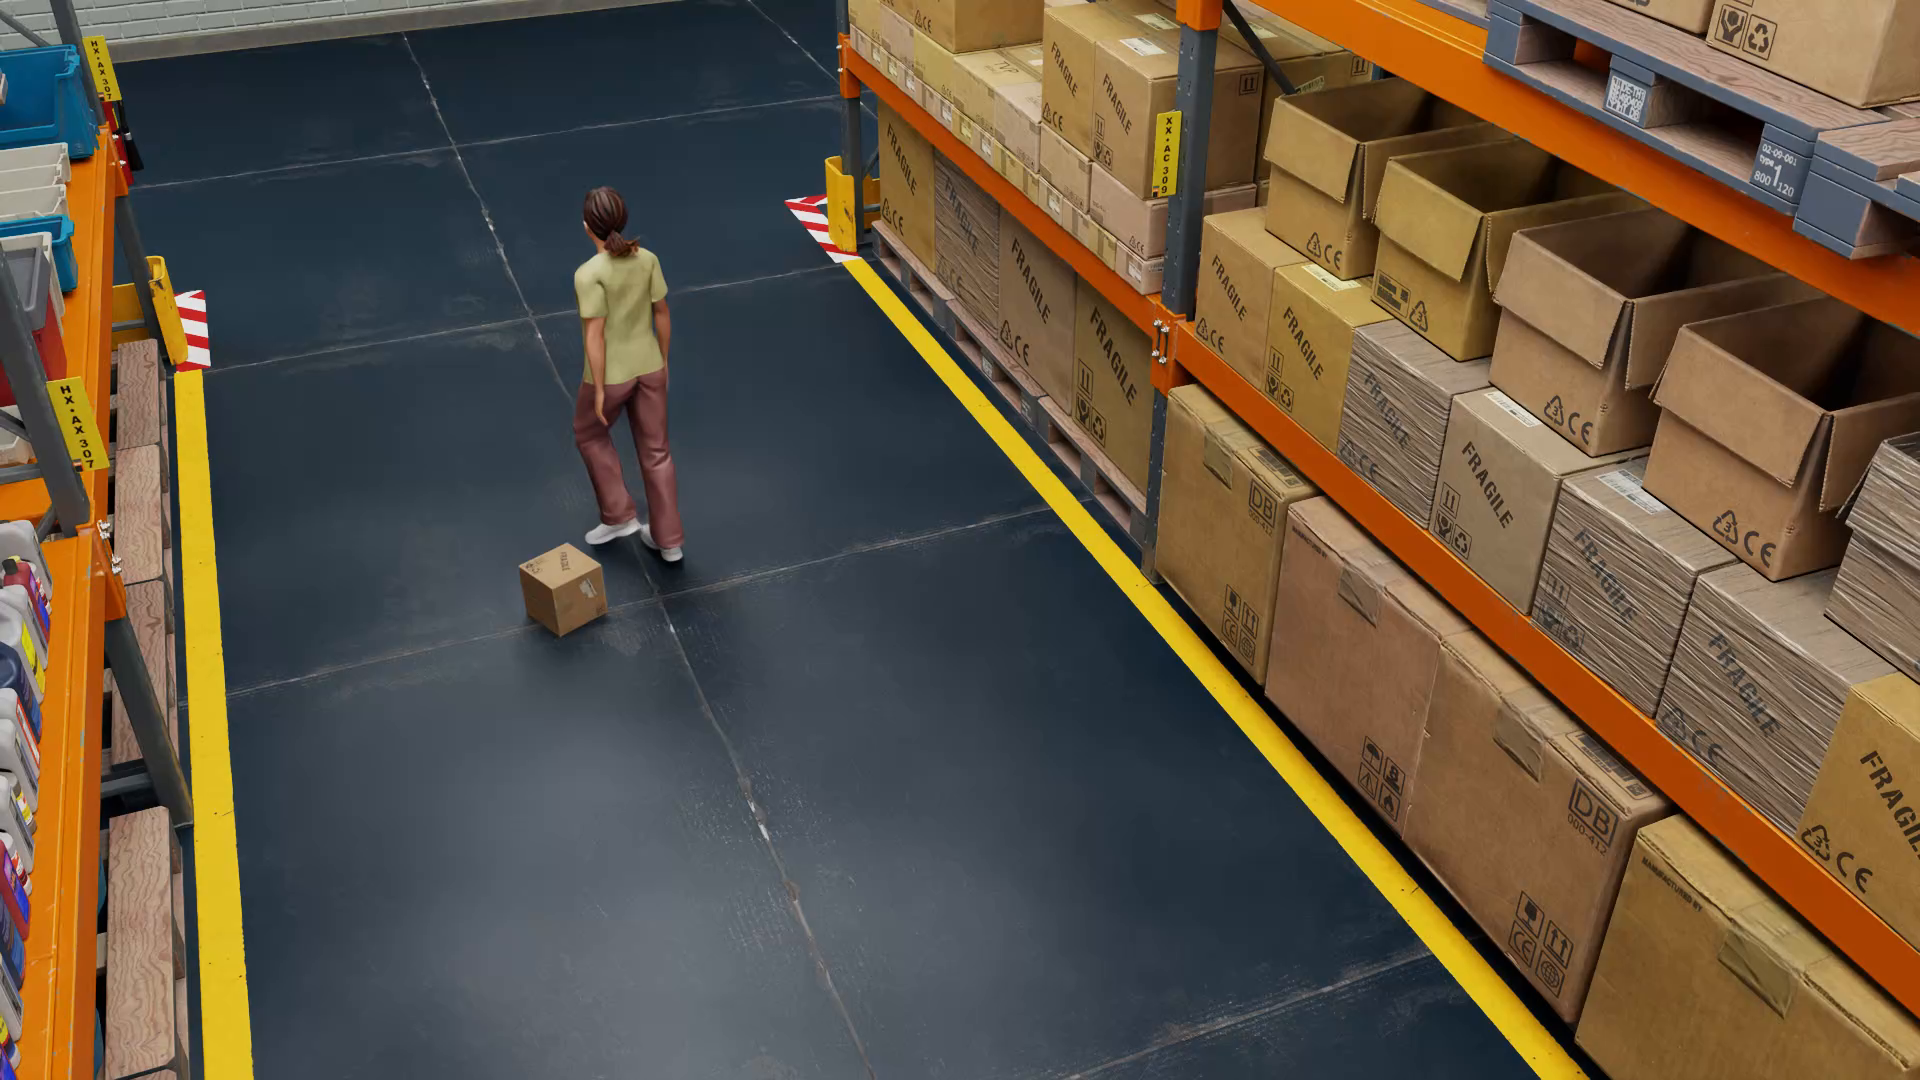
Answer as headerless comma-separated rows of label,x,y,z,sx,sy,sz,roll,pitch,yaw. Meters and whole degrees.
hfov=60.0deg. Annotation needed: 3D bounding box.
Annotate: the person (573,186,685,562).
person,-1.413,-0.682,7.180,0.473,1.688,0.539,-25,41,-32
